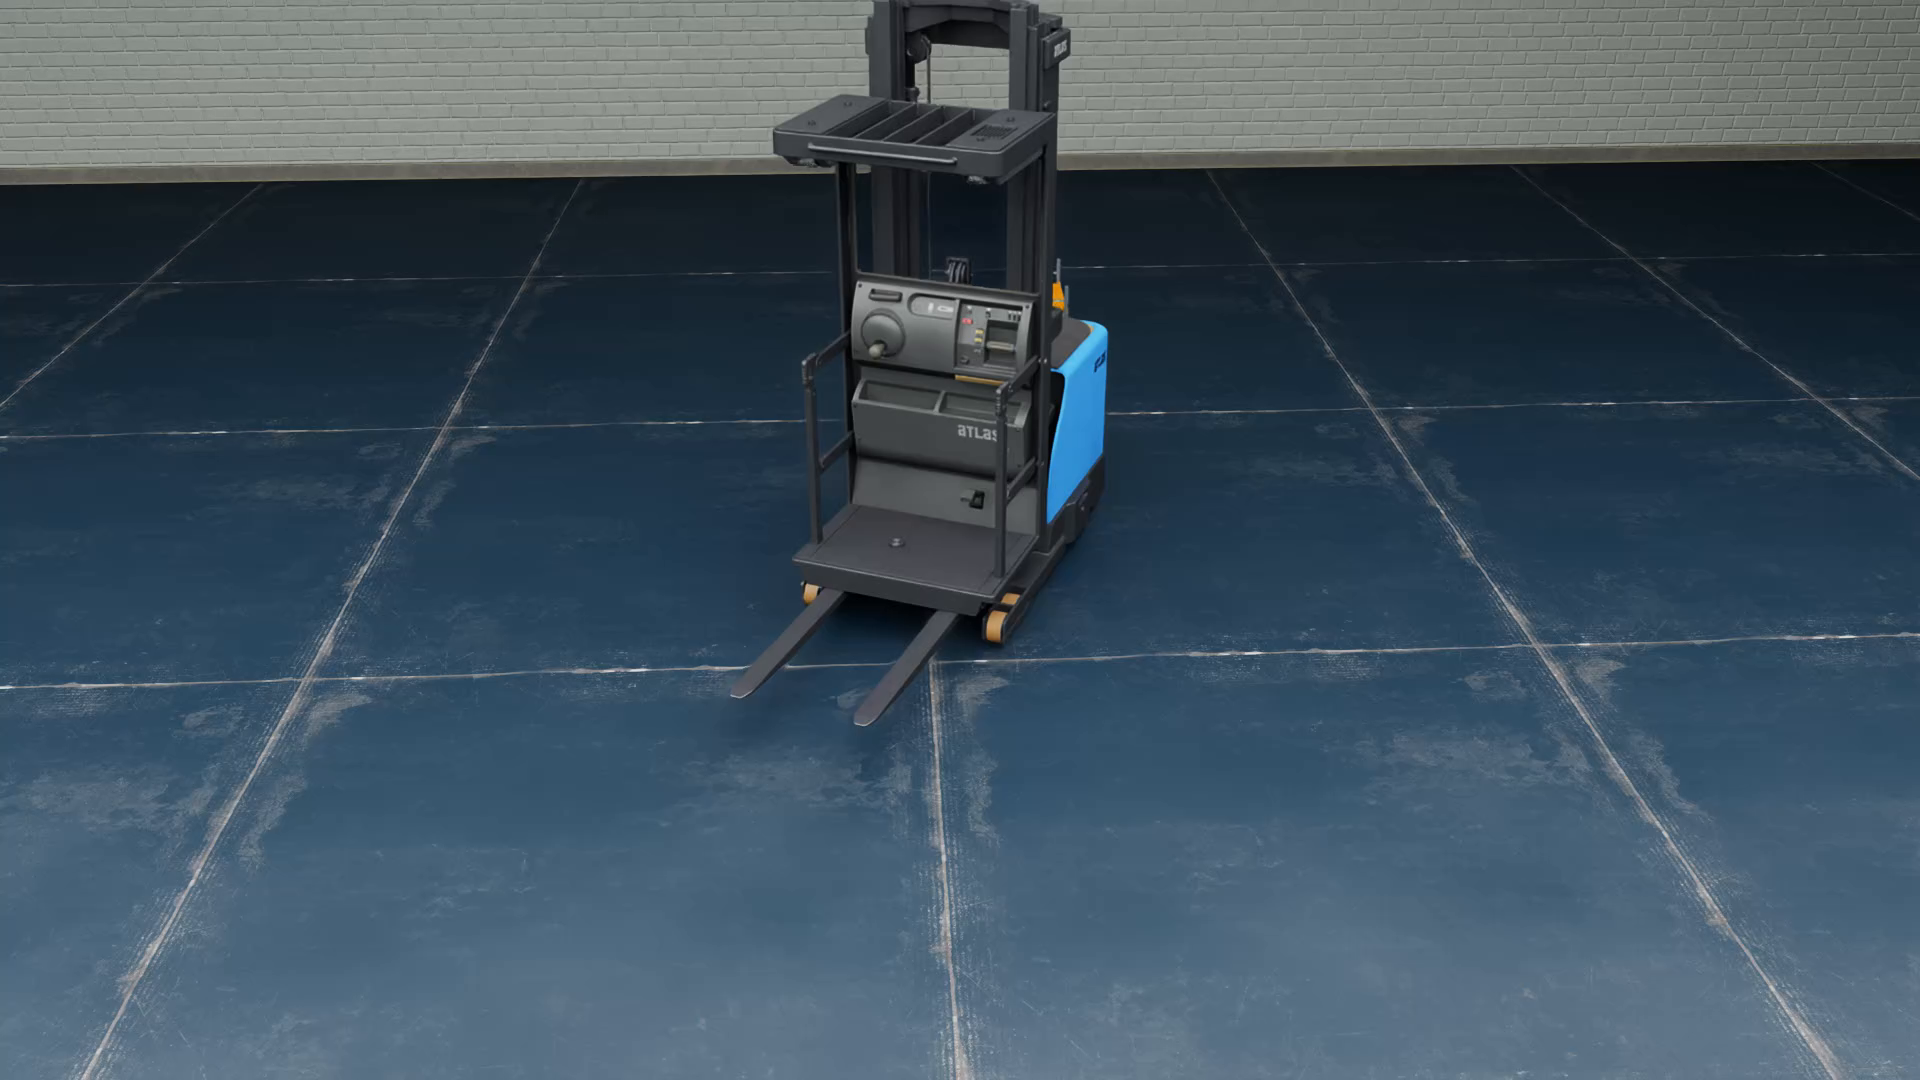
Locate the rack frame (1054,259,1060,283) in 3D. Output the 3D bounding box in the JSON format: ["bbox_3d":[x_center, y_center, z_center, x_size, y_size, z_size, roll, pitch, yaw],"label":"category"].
[{"bbox_3d":[0.474,-1.128,10.116,0.240,1.200,0.015,-1,28,-2],"label":"rack frame"}]

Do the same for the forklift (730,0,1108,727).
[{"bbox_3d":[-0.171,-1.001,8.000,1.130,2.935,3.031,10,29,19],"label":"forklift"}]

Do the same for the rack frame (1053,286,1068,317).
[{"bbox_3d":[0.493,-0.903,9.683,0.240,1.200,0.015,-1,28,-2],"label":"rack frame"}]

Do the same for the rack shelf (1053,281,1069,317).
[{"bbox_3d":[0.483,-1.364,9.718,0.258,0.148,0.480,-1,28,-2],"label":"rack shelf"}]

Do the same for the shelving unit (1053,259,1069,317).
[{"bbox_3d":[0.483,-1.015,9.899,0.258,1.200,0.503,-1,28,-2],"label":"shelving unit"}]
